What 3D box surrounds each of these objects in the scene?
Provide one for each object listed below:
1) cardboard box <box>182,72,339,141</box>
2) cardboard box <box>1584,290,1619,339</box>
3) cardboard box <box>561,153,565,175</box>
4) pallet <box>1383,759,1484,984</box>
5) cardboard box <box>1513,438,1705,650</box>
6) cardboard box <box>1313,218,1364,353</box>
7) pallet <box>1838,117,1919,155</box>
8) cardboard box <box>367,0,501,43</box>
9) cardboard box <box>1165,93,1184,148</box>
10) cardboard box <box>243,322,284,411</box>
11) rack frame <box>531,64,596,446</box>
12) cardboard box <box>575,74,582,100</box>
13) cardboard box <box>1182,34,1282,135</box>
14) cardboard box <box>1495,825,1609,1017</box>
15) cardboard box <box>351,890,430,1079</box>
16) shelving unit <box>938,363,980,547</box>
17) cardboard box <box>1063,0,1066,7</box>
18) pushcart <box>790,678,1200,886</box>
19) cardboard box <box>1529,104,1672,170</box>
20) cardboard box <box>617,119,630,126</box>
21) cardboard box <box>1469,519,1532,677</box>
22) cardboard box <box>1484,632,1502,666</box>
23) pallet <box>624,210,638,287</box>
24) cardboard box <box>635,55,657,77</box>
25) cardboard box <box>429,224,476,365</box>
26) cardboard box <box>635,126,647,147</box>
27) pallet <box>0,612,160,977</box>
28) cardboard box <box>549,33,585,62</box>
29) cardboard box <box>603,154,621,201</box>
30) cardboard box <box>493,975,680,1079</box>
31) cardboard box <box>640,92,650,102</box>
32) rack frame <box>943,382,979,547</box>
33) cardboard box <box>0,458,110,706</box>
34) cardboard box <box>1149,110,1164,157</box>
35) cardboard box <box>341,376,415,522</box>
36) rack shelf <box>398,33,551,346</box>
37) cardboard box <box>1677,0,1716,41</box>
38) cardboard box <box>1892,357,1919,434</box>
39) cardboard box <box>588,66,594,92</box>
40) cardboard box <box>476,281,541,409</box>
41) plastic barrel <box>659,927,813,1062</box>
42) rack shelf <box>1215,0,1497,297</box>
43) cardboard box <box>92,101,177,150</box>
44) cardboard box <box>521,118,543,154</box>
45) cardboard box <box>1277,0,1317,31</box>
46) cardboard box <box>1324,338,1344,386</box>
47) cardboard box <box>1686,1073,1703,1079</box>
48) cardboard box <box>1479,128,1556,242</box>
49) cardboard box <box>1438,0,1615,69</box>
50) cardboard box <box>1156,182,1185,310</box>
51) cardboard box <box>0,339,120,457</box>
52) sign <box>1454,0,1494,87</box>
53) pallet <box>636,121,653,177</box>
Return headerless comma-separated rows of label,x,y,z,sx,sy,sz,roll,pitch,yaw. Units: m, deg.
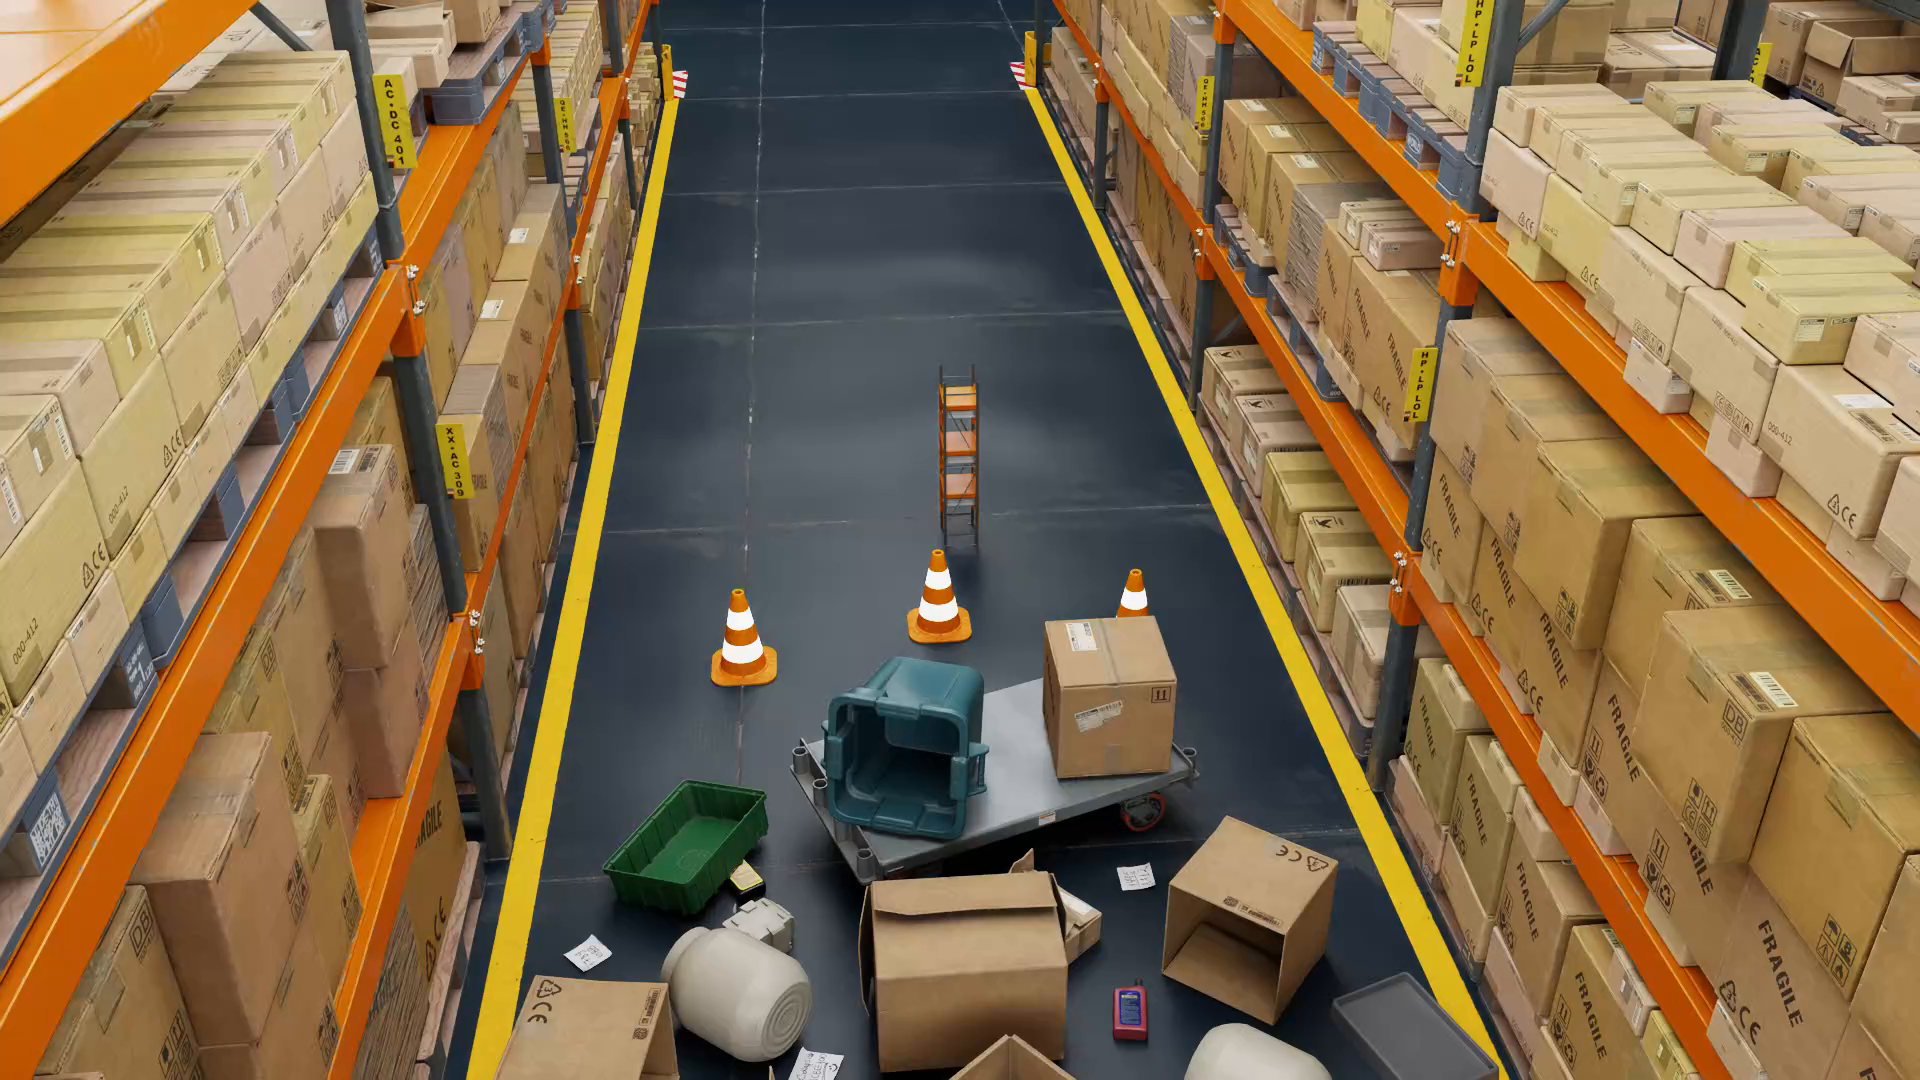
cardboard box,-2.124,-1.315,5.061,0.380,0.149,0.250,-3,31,-5
cardboard box,2.291,-0.780,5.451,0.380,0.149,0.250,-2,31,-3
cardboard box,-2.738,-2.360,10.611,0.380,0.149,0.250,-1,31,-2
pallet,2.518,1.380,7.234,1.003,0.211,1.213,-3,31,-5
cardboard box,2.291,-0.004,5.469,0.700,0.500,0.500,-3,31,-6
cardboard box,2.059,-1.251,8.122,0.500,0.500,0.500,-2,31,-3
pallet,6.855,-2.701,11.534,1.213,0.211,1.003,-3,31,-5
cardboard box,-2.431,-2.592,7.634,0.500,0.500,0.500,-3,31,-5
cardboard box,1.697,-2.848,11.251,0.500,0.250,0.500,-4,31,-6
cardboard box,-2.026,-0.452,4.394,0.380,0.149,0.250,-3,31,-5
rack frame,-2.873,-1.912,10.026,1.000,3.000,0.127,-3,31,-5
cardboard box,-2.869,-3.164,11.667,0.380,0.149,0.250,-2,31,-3
cardboard box,1.738,-2.924,10.648,0.500,0.500,0.500,-4,31,-6
cardboard box,2.315,1.371,6.069,0.500,0.500,0.500,-1,31,-2
cardboard box,-2.422,1.647,5.731,0.875,0.875,0.875,-3,31,-4
shelving unit,-0.005,-0.478,9.527,0.215,1.050,0.252,-3,31,-5
cardboard box,1.226,-5.297,15.595,0.500,0.500,0.500,-2,31,-3
pushcart,0.155,1.102,7.537,1.648,0.377,0.936,-14,33,-22
cardboard box,2.178,-1.373,5.666,0.380,0.149,0.250,-2,31,-3
cardboard box,-3.112,-3.622,14.679,0.380,0.149,0.250,-3,31,-5
cardboard box,2.254,0.164,6.163,0.500,0.500,0.500,-3,31,-5
cardboard box,2.261,0.386,6.423,0.380,0.149,0.250,-3,31,-5
pallet,-3.172,-2.360,13.495,1.003,0.211,1.213,-3,31,-5
cardboard box,-3.201,-4.693,16.472,0.380,0.149,0.250,-3,31,-6
cardboard box,-2.648,-1.116,7.620,0.700,0.500,0.500,-3,31,-4
cardboard box,-3.122,-3.772,15.511,0.380,0.149,0.250,-4,31,-6
pallet,-2.205,0.544,3.075,1.003,0.211,1.213,-3,31,-5
cardboard box,-2.922,-3.558,12.036,0.380,0.149,0.250,-4,31,-6
cardboard box,-2.890,-2.752,12.729,0.500,0.250,0.500,-1,31,-2
cardboard box,-1.332,1.946,6.003,0.500,0.500,0.500,2,31,4
cardboard box,-3.170,-4.164,15.877,0.380,0.149,0.250,-1,31,-2
rack frame,0.006,-0.416,9.422,0.200,1.050,0.008,-3,31,-5
cardboard box,-1.963,0.080,3.114,0.500,0.250,0.500,-3,31,-5
cardboard box,1.646,-2.900,11.826,0.500,0.250,0.500,-3,31,-5
cardboard box,-2.499,-0.208,5.973,0.875,0.550,0.550,-3,31,-5
rack shelf,-2.686,-1.870,7.732,1.077,0.370,4.000,-3,31,-5
cardboard box,6.437,-4.448,13.765,0.700,0.500,0.500,-2,31,-3
cardboard box,2.452,-0.317,3.898,0.380,0.149,0.250,-3,31,-5
cardboard box,-2.943,-3.445,12.429,0.380,0.149,0.250,-4,31,-7
cardboard box,-2.419,-0.966,8.345,0.500,0.500,0.500,-2,31,-4
plastic barrel,-0.866,1.742,6.421,0.512,0.421,0.421,20,36,29
rack shelf,2.233,-2.159,8.215,1.077,0.370,4.000,-3,31,-5
cardboard box,-2.732,-1.181,5.226,0.500,0.250,0.500,-3,31,-4
cardboard box,-2.723,-2.487,10.244,0.380,0.149,0.250,-3,31,-5
cardboard box,2.125,-3.047,8.904,0.700,0.500,0.500,-3,31,-5
cardboard box,2.003,-0.876,8.126,0.380,0.149,0.250,-3,31,-4
cardboard box,2.358,1.703,4.882,0.380,0.149,0.250,-2,31,-3
cardboard box,2.189,-1.272,5.885,0.500,0.250,0.500,-3,31,-6
cardboard box,2.239,-2.067,6.609,0.500,0.250,0.500,-2,31,-3
cardboard box,1.985,-2.281,12.306,0.875,0.875,0.875,-2,31,-4
cardboard box,-1.934,-0.278,3.325,0.380,0.149,0.250,-3,31,-5
sign,1.868,-1.809,6.040,0.100,0.325,0.005,-3,31,-5
pallet,-3.461,-3.723,15.776,1.003,0.211,1.213,-3,31,-5
